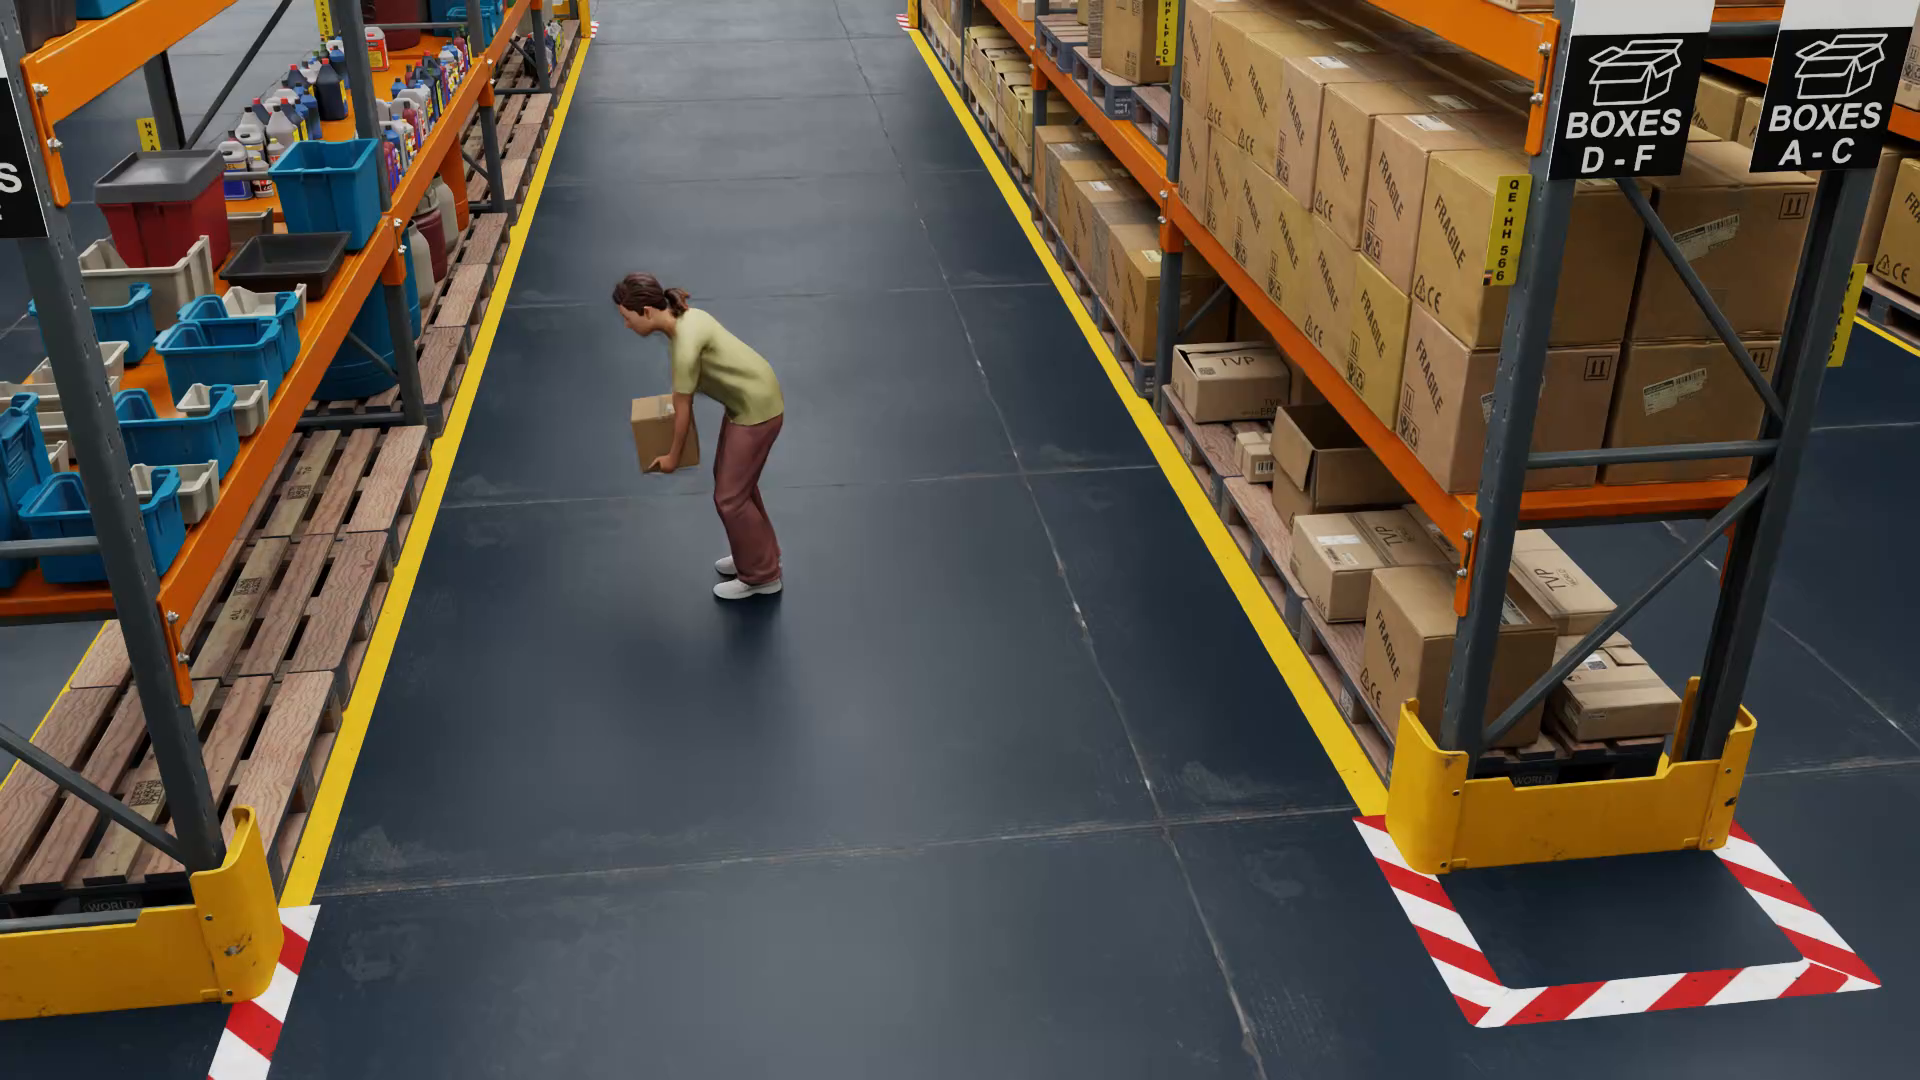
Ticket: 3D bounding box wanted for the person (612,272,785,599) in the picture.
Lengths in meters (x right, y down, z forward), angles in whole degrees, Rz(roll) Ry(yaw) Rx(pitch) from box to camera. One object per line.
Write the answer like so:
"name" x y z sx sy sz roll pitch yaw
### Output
"person" -1.100 -0.460 7.222 0.685 1.489 0.411 -4 28 -8
